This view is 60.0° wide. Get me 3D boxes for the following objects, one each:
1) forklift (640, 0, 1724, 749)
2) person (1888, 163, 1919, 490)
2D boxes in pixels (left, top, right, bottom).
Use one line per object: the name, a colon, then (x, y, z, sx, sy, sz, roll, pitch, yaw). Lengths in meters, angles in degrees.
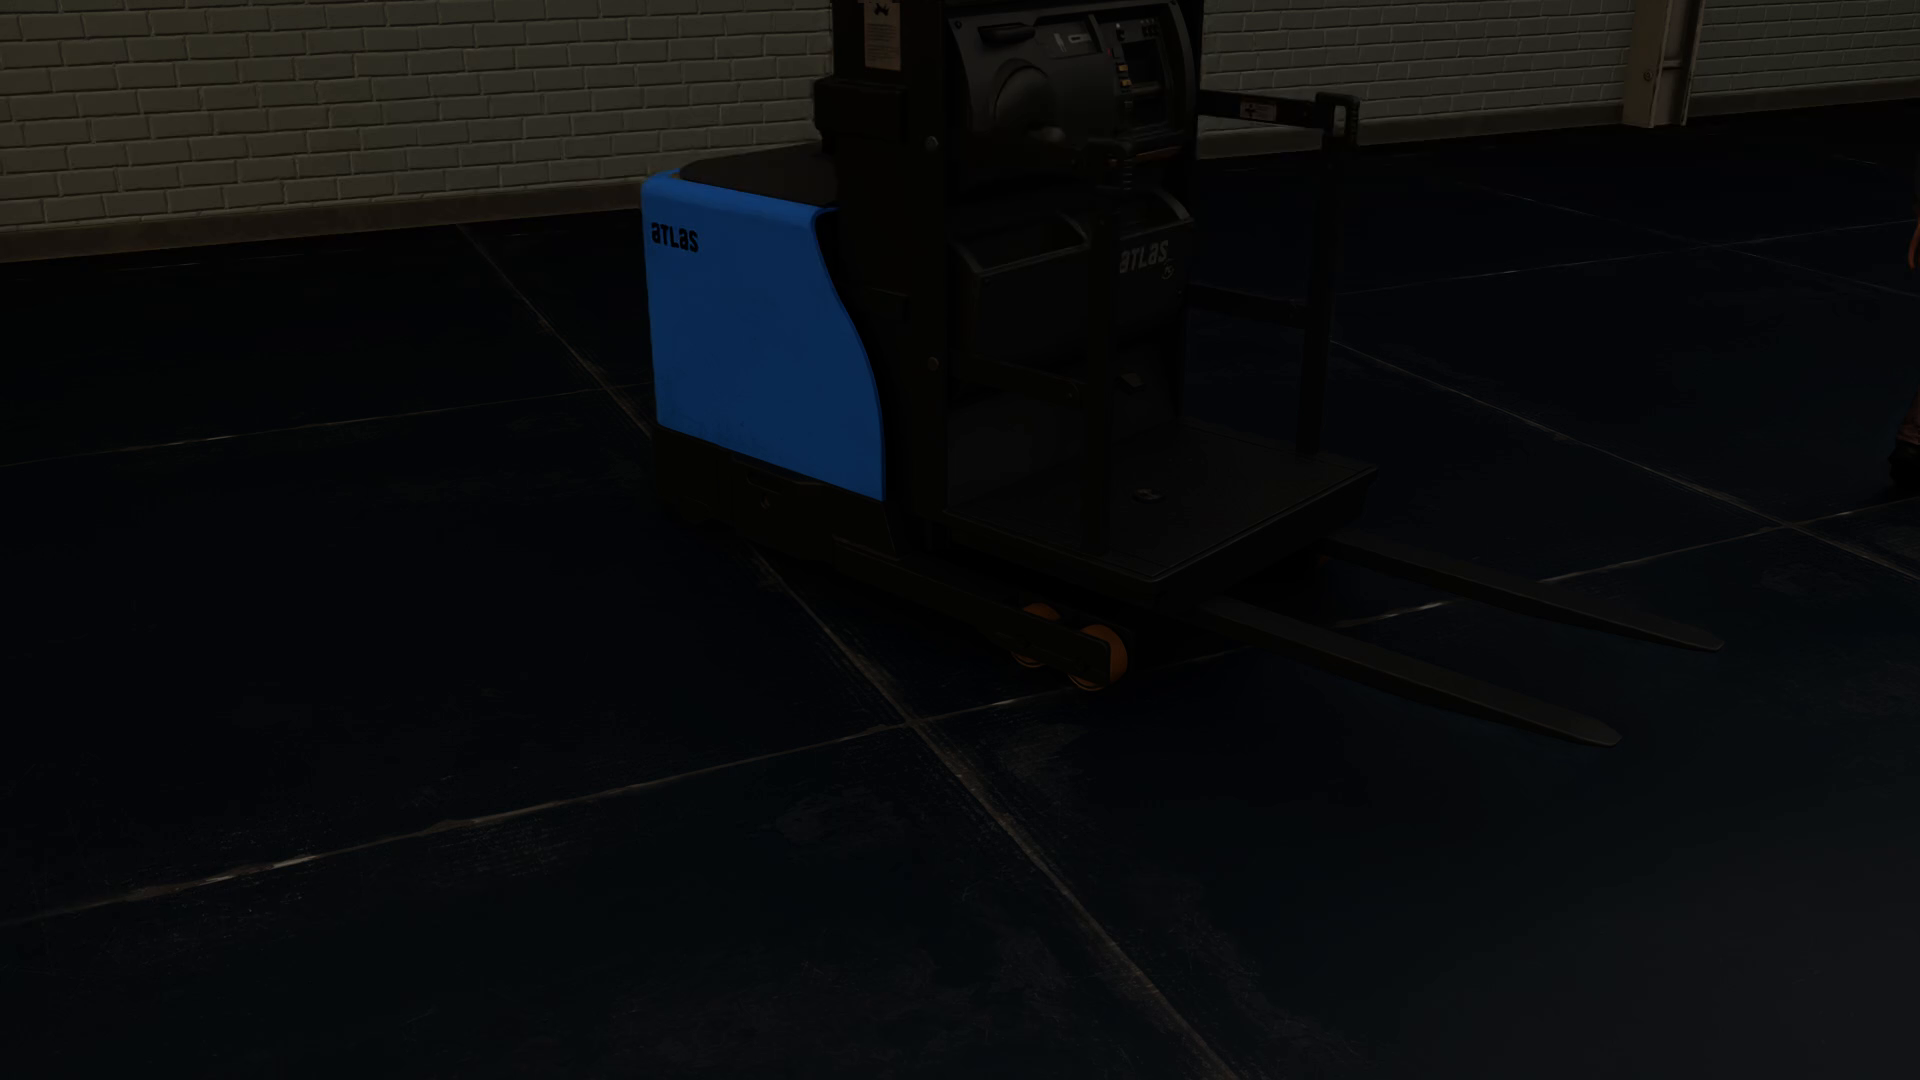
forklift: (0.466, -1.199, 4.172, 3.031, 2.935, 1.130, 19, 29, 38)
person: (3.199, -0.864, 4.995, 0.494, 1.724, 0.645, -11, 25, -25)
